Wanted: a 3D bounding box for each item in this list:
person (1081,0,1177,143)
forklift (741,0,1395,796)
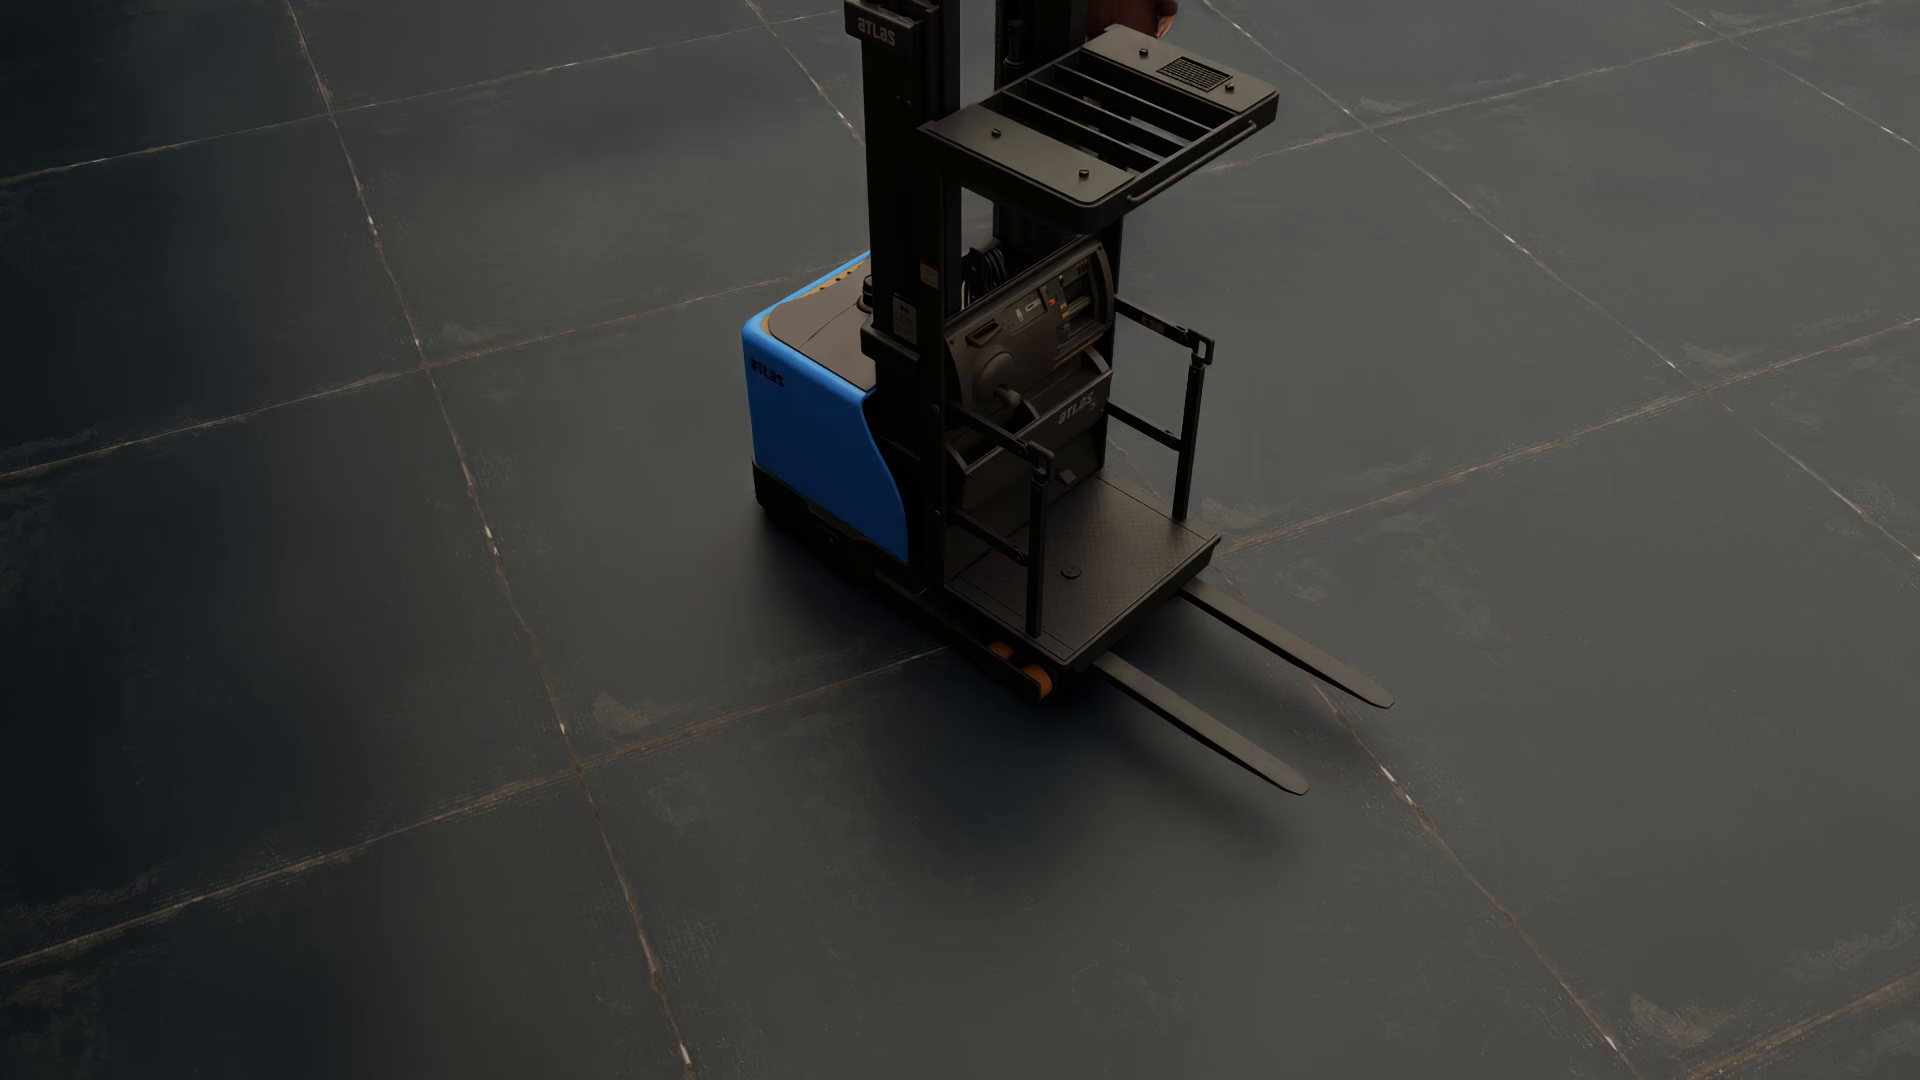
[{"bbox_3d":[0.959,-3.195,10.002,0.708,1.809,0.533,14,45,14],"label":"person"},{"bbox_3d":[0.445,-0.788,6.525,3.031,2.935,1.130,32,52,30],"label":"forklift"}]
